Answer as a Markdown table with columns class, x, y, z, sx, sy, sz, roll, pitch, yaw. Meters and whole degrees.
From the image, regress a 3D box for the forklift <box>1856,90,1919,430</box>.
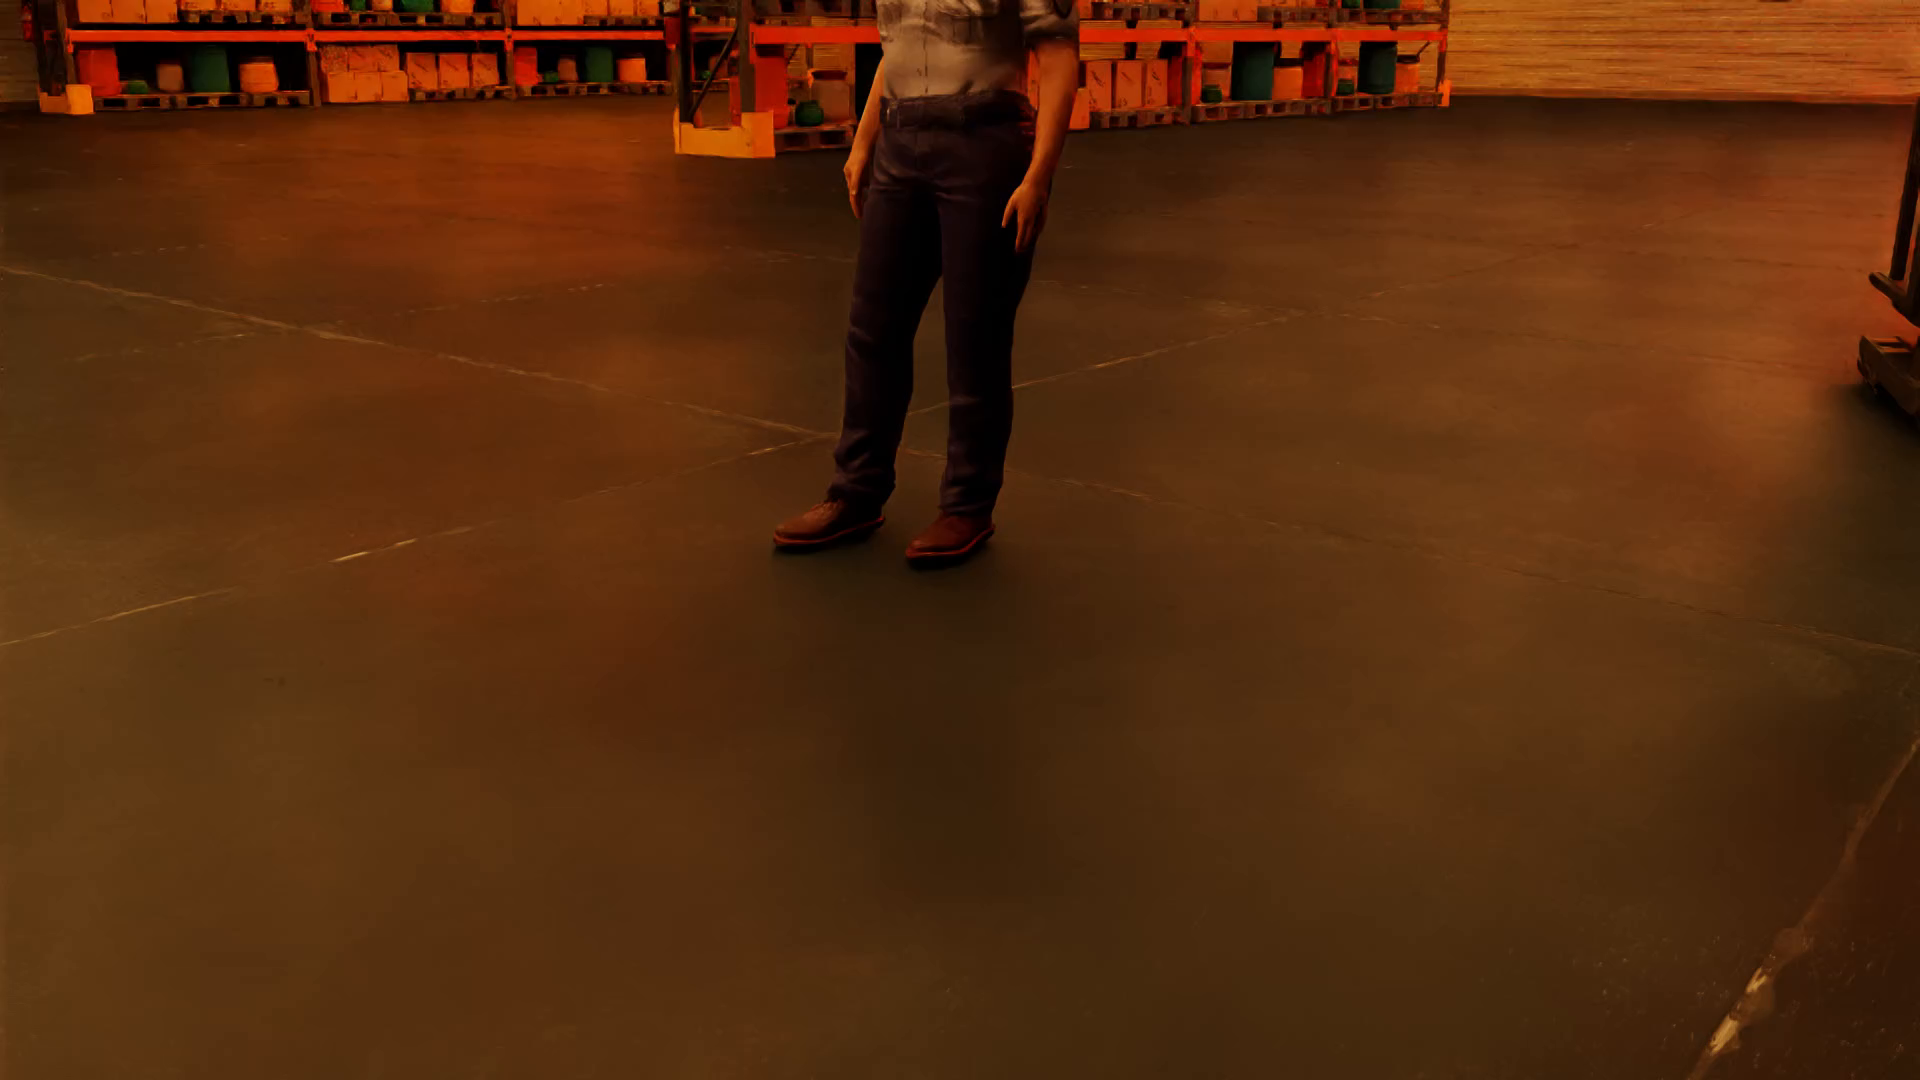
| class | x | y | z | sx | sy | sz | roll | pitch | yaw |
| --- | --- | --- | --- | --- | --- | --- | --- | --- | --- |
| forklift | 3.529 | -1.816 | 4.877 | 1.130 | 2.935 | 3.031 | 6 | 18 | 19 |

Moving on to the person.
| class | x | y | z | sx | sy | sz | roll | pitch | yaw |
| --- | --- | --- | --- | --- | --- | --- | --- | --- | --- |
| person | -0.075 | -0.779 | 3.648 | 0.599 | 1.650 | 0.502 | 13 | 21 | 37 |
